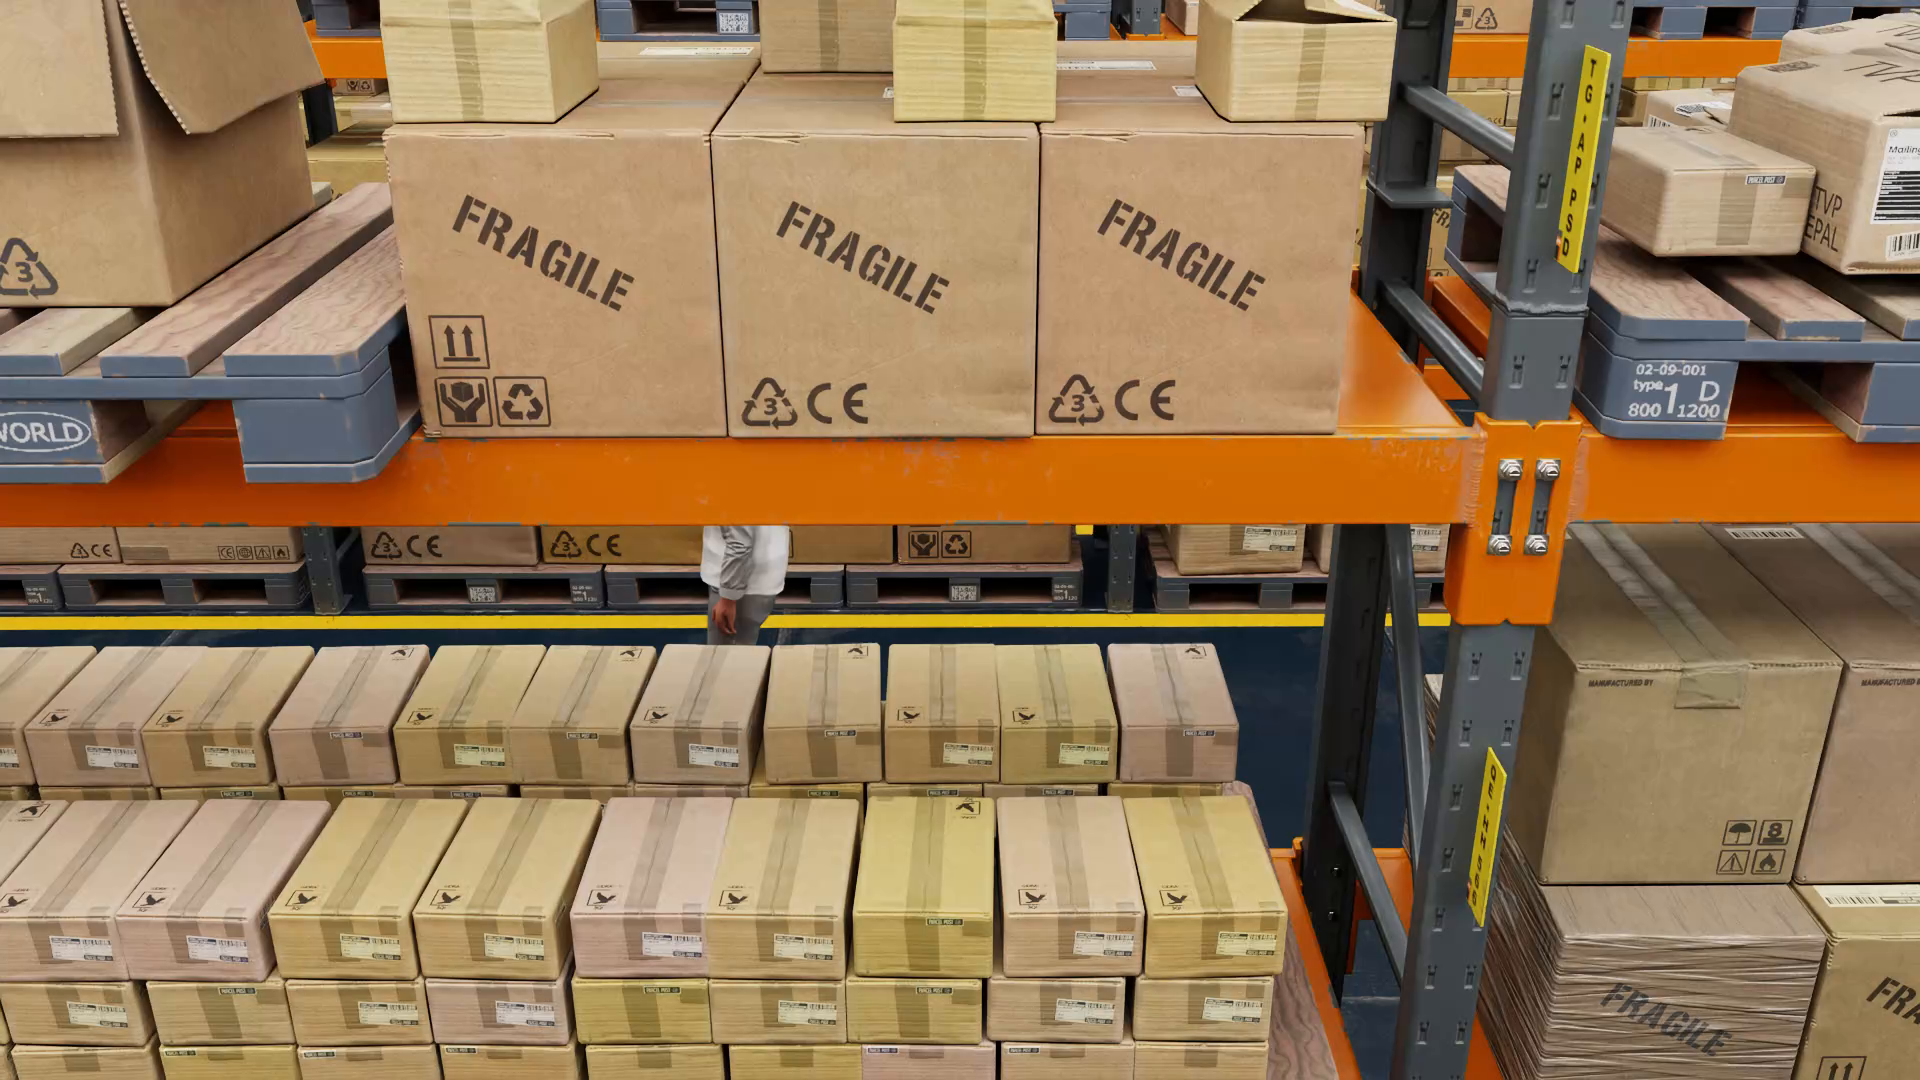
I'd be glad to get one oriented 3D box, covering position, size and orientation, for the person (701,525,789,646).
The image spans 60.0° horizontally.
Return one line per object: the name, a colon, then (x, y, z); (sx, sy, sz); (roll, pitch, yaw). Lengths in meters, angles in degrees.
person: (-0.920, 0.143, 6.753); (0.465, 1.766, 0.578); (-1, 24, -3)
